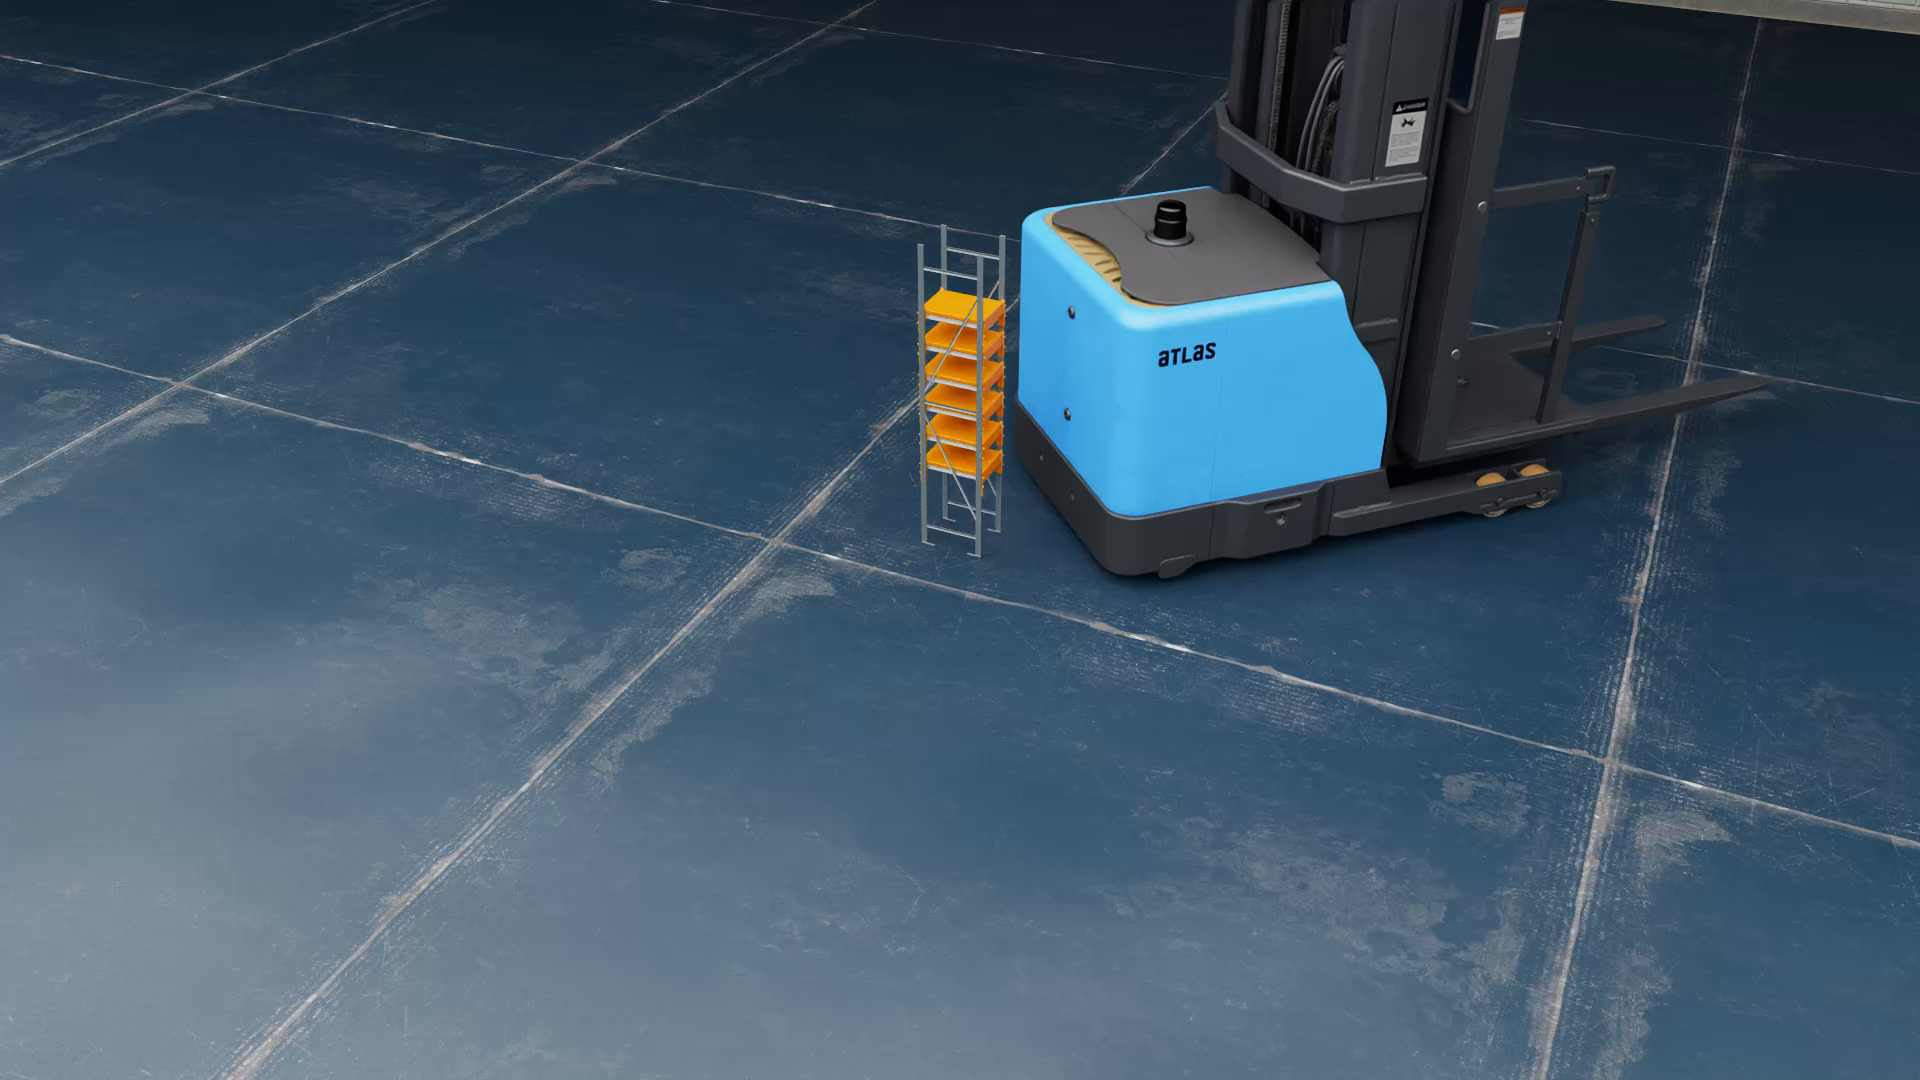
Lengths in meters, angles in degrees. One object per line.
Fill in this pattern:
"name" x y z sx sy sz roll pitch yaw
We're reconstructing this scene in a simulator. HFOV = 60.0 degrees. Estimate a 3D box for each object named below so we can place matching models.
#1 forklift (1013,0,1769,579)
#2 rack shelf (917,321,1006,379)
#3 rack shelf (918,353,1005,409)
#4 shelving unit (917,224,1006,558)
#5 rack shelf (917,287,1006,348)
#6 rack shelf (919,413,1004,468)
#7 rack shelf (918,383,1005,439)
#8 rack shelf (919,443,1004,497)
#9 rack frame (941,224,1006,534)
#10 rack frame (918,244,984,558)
"forklift" 1.787 -1.574 5.978 3.031 2.935 1.130 -11 35 -17
"rack shelf" 0.006 -0.673 5.825 0.258 0.103 0.180 14 36 20
"rack shelf" 0.006 -0.572 5.891 0.258 0.103 0.180 14 36 20
"shelving unit" 0.006 -0.509 5.932 0.258 1.200 0.189 14 36 20
"rack shelf" 0.006 -0.773 5.759 0.258 0.103 0.180 14 36 20
"rack shelf" 0.006 -0.371 6.022 0.258 0.103 0.180 14 36 20
"rack shelf" 0.006 -0.472 5.956 0.258 0.103 0.180 14 36 20
"rack shelf" 0.006 -0.271 6.088 0.258 0.103 0.180 14 36 20
"rack frame" 0.044 -0.555 6.001 0.240 1.200 0.006 14 36 20
"rack frame" -0.032 -0.463 5.862 0.240 1.200 0.006 14 36 20
